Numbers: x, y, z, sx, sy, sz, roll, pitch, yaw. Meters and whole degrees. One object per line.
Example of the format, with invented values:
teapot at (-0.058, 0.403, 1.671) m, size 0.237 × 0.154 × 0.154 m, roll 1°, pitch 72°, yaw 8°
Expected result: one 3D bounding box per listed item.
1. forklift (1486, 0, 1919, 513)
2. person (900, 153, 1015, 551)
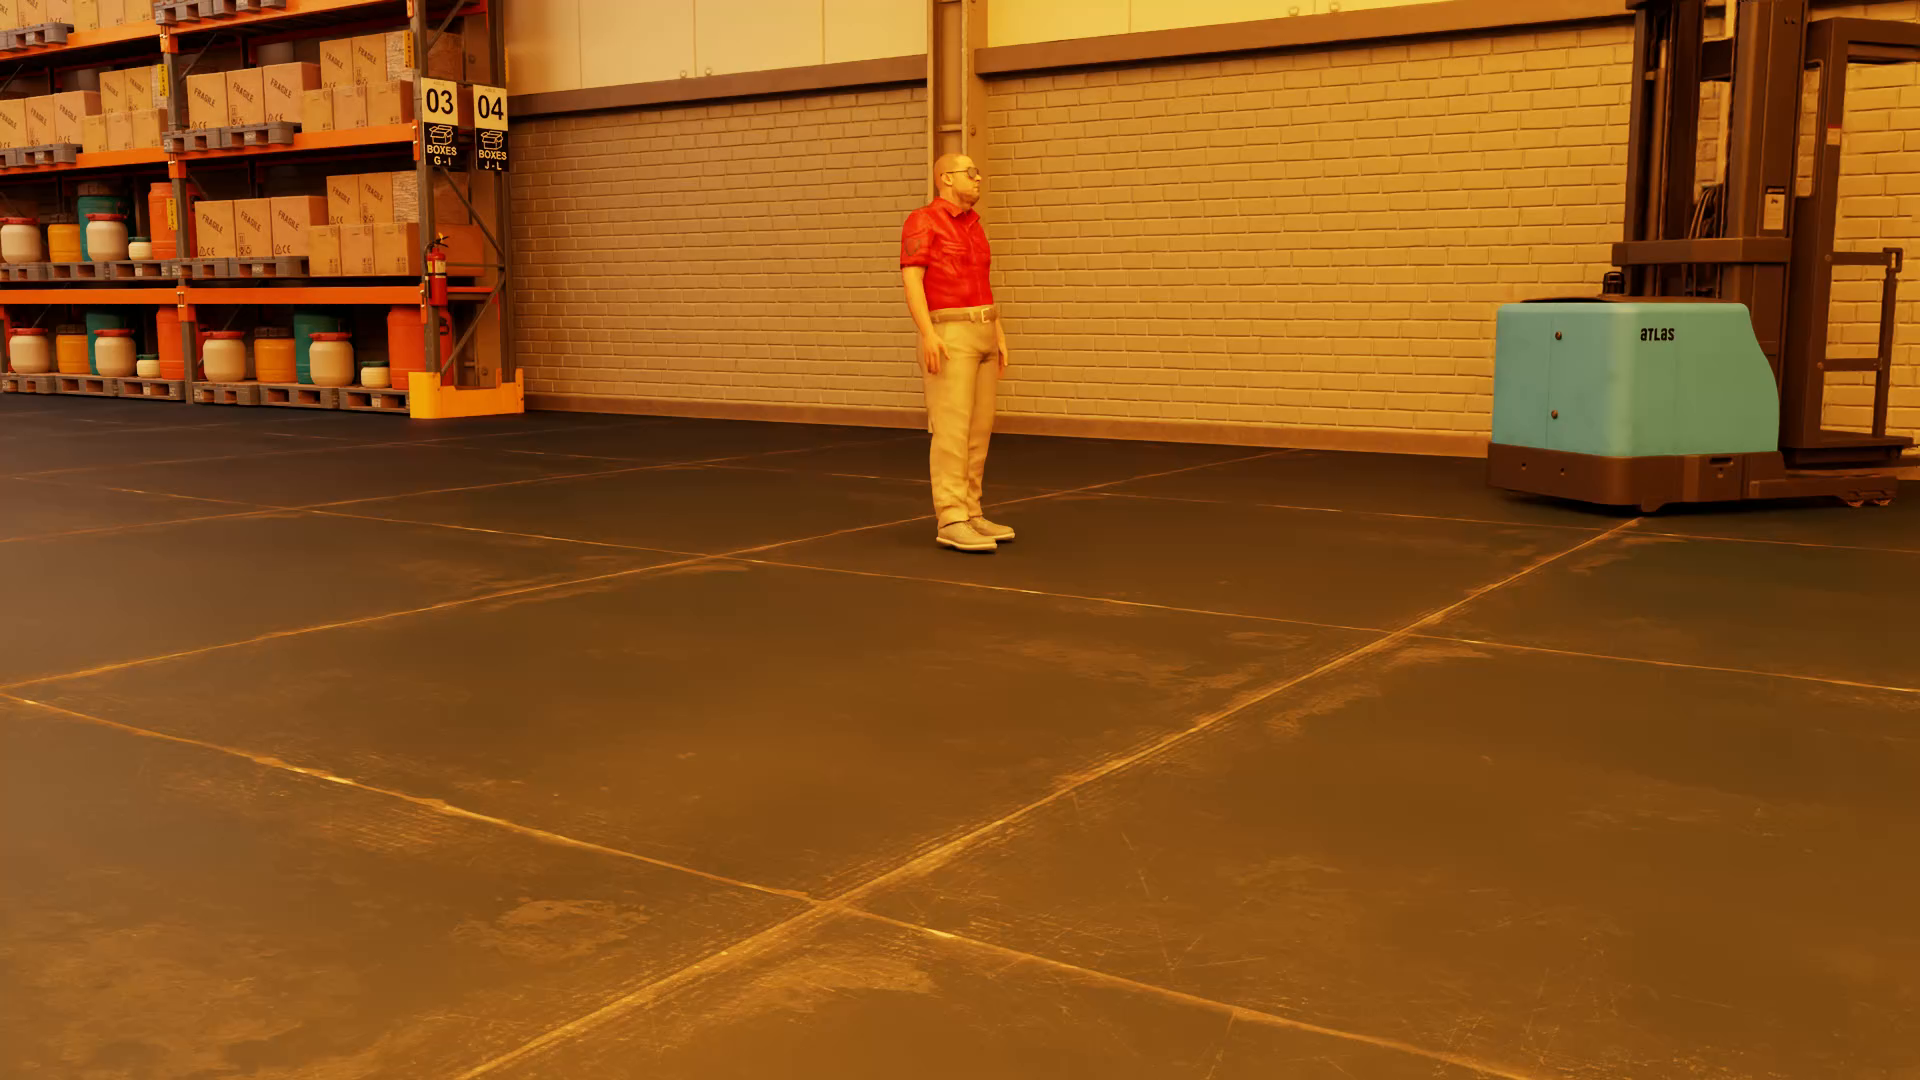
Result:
forklift at (4.484, -1.692, 9.092) m, size 3.031 × 2.935 × 1.130 m, roll -3°, pitch 9°, yaw -20°
person at (0.068, -0.855, 7.422) m, size 0.550 × 1.727 × 0.642 m, roll 5°, pitch 10°, yaw 34°
